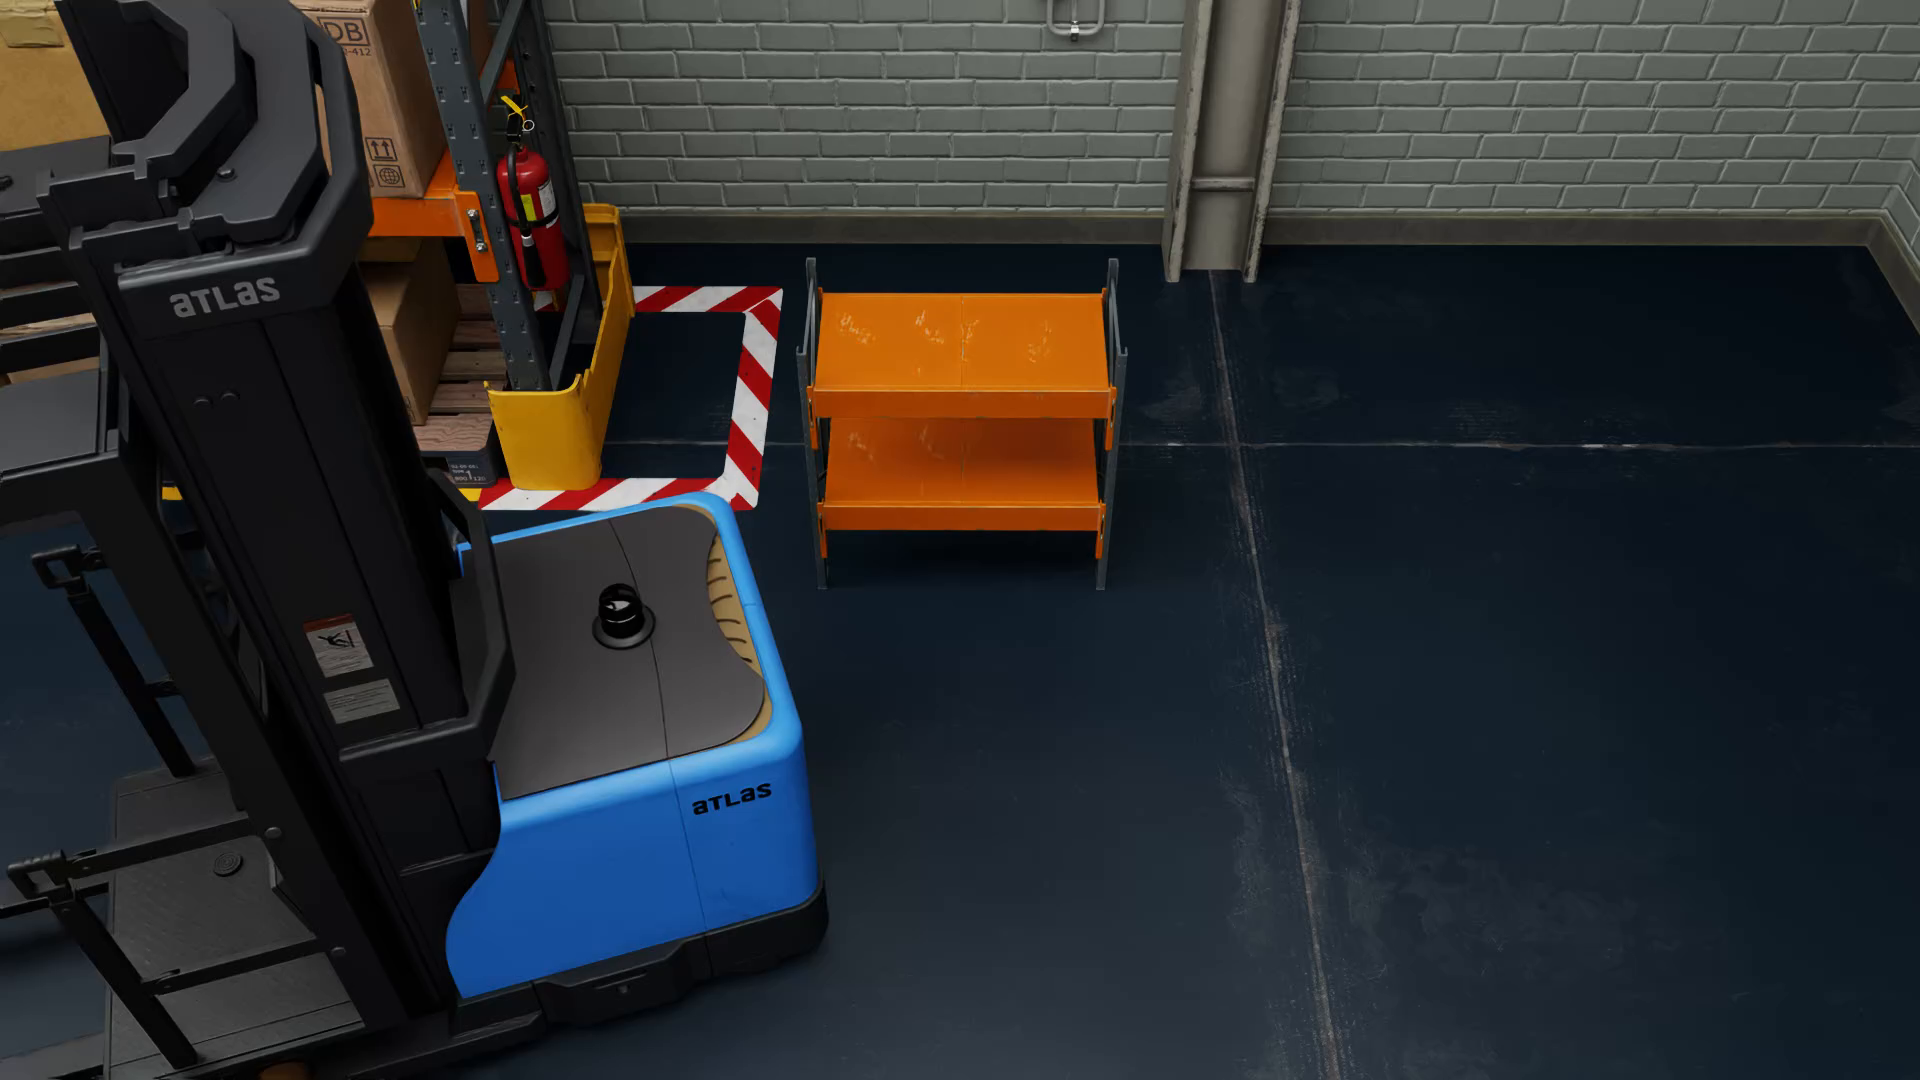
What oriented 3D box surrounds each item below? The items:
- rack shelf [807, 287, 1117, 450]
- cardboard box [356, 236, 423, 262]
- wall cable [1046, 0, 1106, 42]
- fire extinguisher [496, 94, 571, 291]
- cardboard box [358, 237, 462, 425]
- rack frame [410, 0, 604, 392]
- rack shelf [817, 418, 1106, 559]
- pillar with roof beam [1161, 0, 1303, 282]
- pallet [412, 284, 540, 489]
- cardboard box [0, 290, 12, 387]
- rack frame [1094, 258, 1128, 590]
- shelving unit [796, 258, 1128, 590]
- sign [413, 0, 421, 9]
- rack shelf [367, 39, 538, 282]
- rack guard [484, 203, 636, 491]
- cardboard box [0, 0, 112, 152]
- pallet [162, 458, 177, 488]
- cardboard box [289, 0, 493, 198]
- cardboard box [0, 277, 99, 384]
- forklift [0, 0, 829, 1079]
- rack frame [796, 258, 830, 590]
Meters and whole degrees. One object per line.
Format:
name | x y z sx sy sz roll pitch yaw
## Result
rack shelf | 0.007 -0.583 5.624 1.000 0.278 0.538 0 47 0
cardboard box | -2.172 -1.229 6.323 0.250 0.149 0.380 0 47 0
wall cable | -0.313 -2.677 5.998 1.851 1.984 0.084 0 47 0
fire extinguisher | -1.448 -1.150 5.579 0.183 0.674 0.296 0 47 0
cardboard box | -2.298 -0.862 6.424 0.500 0.500 0.700 0 47 0
rack frame | -1.597 -1.642 5.729 0.127 3.000 1.000 0 47 0
rack shelf | 0.007 -0.217 6.017 1.000 0.278 0.538 0 47 0
pillar with roof beam | 1.090 -1.161 1.183 0.400 9.000 9.100 0 47 0
pallet | -2.397 -0.637 6.699 1.213 0.211 1.003 0 47 0
cardboard box | -3.834 -0.860 6.422 0.500 0.500 0.700 1 47 1
rack frame | 0.515 -0.382 5.837 0.032 1.125 0.500 0 47 0
shelving unit | 0.007 -0.383 5.838 1.048 1.125 0.538 0 47 0
sign | -1.613 -1.720 4.849 0.005 0.325 0.100 0 47 0
rack shelf | -3.597 -1.402 5.997 4.000 0.370 1.077 0 47 0
rack guard | -1.573 -0.790 6.644 0.348 0.500 1.175 0 47 0
cardboard box | -2.835 -1.732 5.608 0.700 0.700 0.980 0 47 0
pallet | -3.614 -0.642 6.704 1.213 0.211 1.003 0 47 0
cardboard box | -2.107 -1.738 5.614 0.700 0.700 0.980 2 47 2
cardboard box | -3.301 -0.864 6.426 0.500 0.500 0.700 -1 47 -1
forklift | -1.975 0.240 4.025 3.031 2.935 1.130 -13 48 -12
rack frame | -0.502 -0.385 5.840 0.032 1.125 0.500 0 47 0
